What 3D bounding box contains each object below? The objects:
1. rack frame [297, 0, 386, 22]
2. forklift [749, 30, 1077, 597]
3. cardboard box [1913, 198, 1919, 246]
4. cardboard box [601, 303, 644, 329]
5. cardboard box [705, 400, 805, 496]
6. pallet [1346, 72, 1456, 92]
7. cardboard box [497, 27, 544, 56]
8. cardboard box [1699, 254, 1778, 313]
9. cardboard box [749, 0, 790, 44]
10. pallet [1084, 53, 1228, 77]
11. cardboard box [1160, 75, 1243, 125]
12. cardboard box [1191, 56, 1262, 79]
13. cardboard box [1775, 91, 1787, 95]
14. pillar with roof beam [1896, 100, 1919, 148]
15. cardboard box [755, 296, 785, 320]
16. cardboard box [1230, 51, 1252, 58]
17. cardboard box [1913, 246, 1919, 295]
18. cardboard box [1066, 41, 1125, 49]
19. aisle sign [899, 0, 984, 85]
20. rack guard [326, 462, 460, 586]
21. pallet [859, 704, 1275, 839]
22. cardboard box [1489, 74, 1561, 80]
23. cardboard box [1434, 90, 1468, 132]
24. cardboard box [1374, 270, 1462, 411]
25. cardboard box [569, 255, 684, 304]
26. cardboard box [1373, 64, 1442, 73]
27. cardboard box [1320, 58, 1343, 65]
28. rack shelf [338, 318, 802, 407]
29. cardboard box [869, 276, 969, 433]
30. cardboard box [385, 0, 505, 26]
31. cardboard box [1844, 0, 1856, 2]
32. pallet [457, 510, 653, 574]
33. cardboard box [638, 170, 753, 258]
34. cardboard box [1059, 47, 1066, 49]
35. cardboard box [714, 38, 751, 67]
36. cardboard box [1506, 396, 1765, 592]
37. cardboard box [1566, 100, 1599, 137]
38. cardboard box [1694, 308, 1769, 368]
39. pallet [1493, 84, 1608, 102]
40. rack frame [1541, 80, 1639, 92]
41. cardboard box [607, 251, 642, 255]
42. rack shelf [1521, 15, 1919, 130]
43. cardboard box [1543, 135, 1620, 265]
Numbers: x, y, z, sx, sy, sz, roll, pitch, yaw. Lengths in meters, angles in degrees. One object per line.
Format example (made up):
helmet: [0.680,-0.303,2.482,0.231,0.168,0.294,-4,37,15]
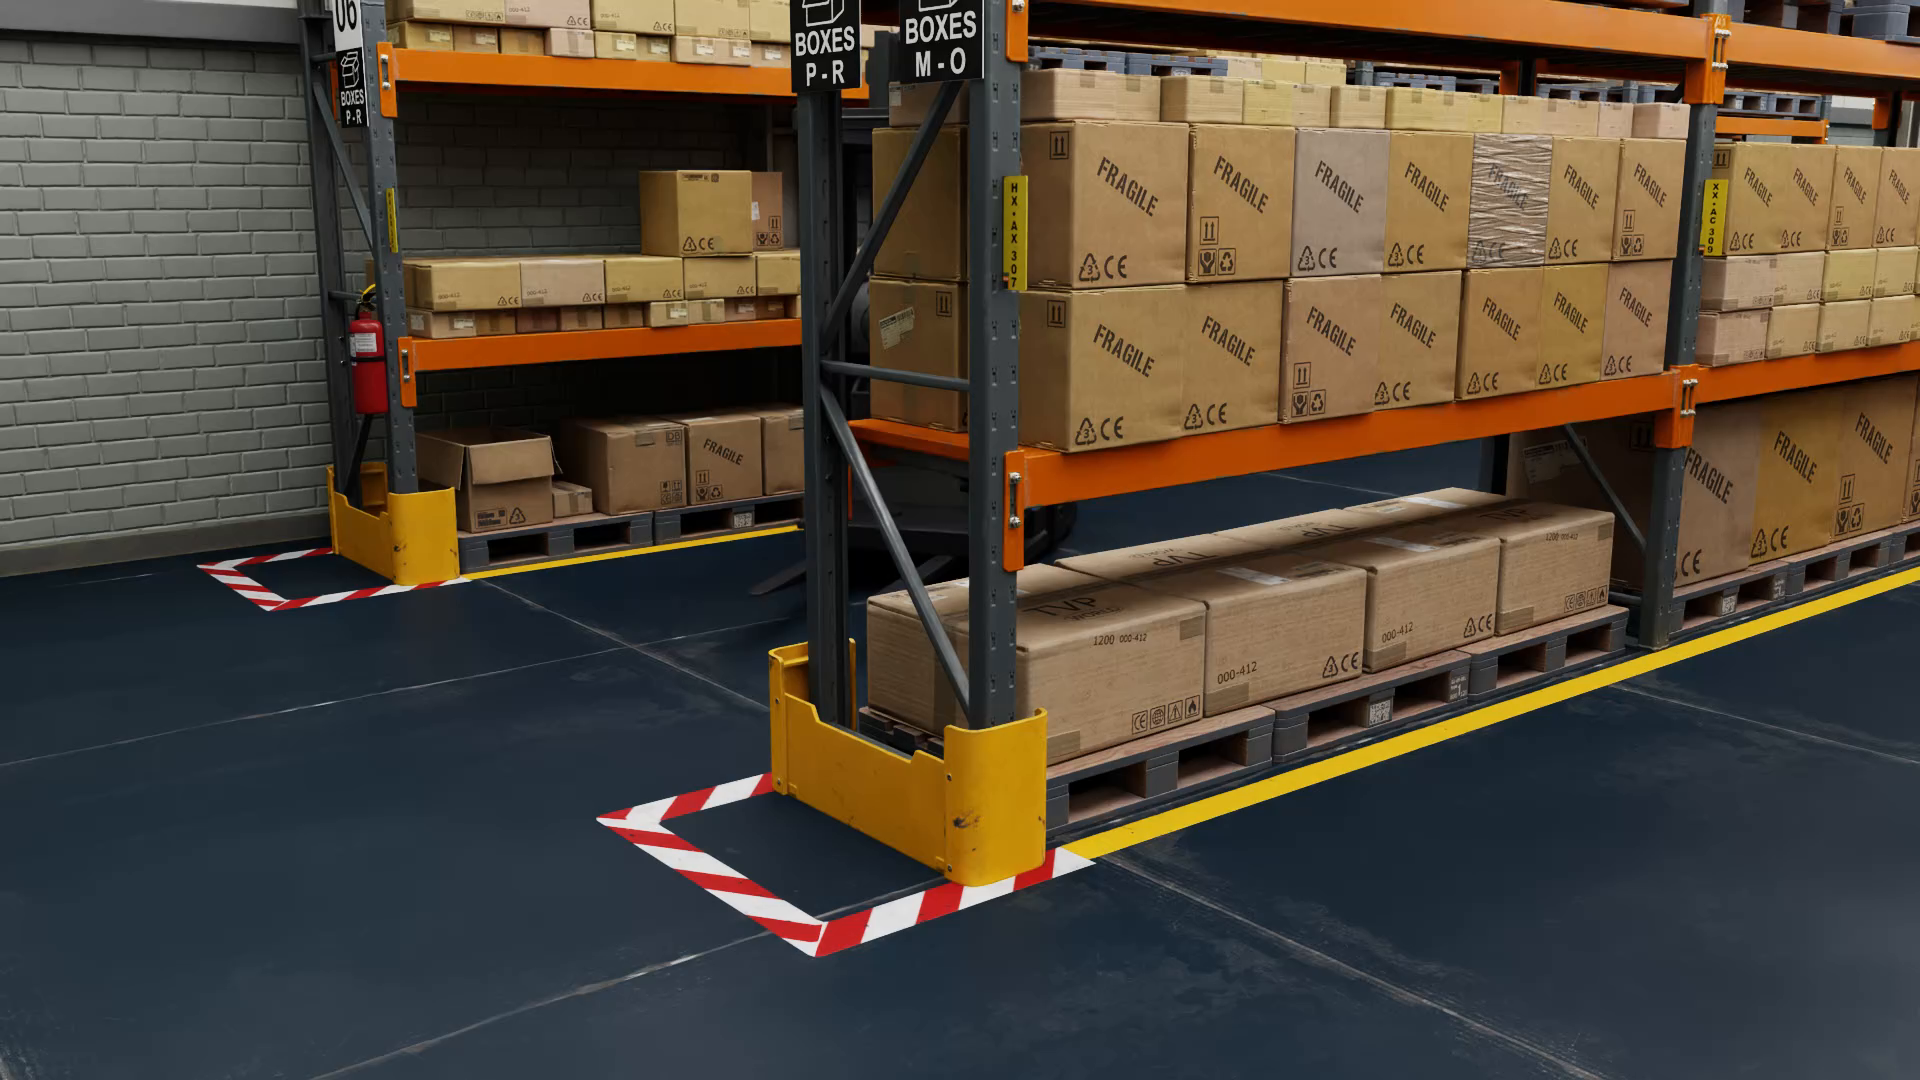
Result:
rack frame: [-3.286,-4.255,8.502,0.127,3.000,1.000,-9,15,-38]
forklift: [-0.212,-1.240,8.912,1.130,2.935,3.031,4,13,18]
cardboard box: [5.037,-1.851,8.977,0.500,0.500,0.500,-9,15,-38]
cardboard box: [-2.065,-1.334,9.795,0.250,0.149,0.380,-9,15,-37]
cardboard box: [-1.247,-0.606,10.770,0.500,0.500,0.700,-10,16,-40]
pallet: [3.435,-3.836,14.205,1.003,0.211,1.213,-9,15,-35]
cardboard box: [-2.492,-2.737,9.181,0.250,0.149,0.380,-9,15,-37]
cardboard box: [3.461,-1.217,7.798,0.500,0.250,0.500,-10,16,-39]
cardboard box: [-1.189,-3.142,10.127,0.500,0.250,0.500,-9,15,-36]
pallet: [1.198,-3.423,12.259,1.003,0.211,1.213,-9,15,-38]
cardboard box: [0.703,-1.433,5.446,0.250,0.149,0.380,-9,15,-36]
cardboard box: [1.929,-3.516,12.605,0.500,0.250,0.500,-9,15,-38]
cardboard box: [8.552,-4.863,17.658,0.258,0.266,0.396,-9,15,-38]
pillar with roof beam: [15.476,-6.467,18.921,0.400,9.000,9.100,-9,15,-38]
cardboard box: [-1.306,-1.477,10.466,0.250,0.149,0.380,-9,15,-37]
cardboard box: [2.006,-3.738,12.692,0.250,0.149,0.380,-9,15,-37]
cardboard box: [5.060,-1.484,9.054,0.500,0.250,0.500,-10,16,-39]
cardboard box: [0.931,-3.508,11.560,0.250,0.149,0.380,-9,15,-37]
aisle sign: [-0.057,-1.731,4.801,0.004,0.787,0.394,-9,15,-38]
rack guard: [-3.227,-0.107,9.431,0.348,0.500,1.175,-9,15,-38]
pallet: [0.393,0.732,6.174,1.213,0.211,1.003,-9,15,-38]
cardboard box: [5.072,-4.322,15.005,0.500,0.311,0.500,-10,16,-40]
cardboard box: [1.679,-1.609,6.273,0.250,0.149,0.380,-9,15,-38]
cardboard box: [1.539,-0.781,6.346,0.500,0.500,0.500,-9,15,-36]
cardboard box: [-1.976,-1.539,9.802,0.500,0.250,0.500,-10,15,-39]
cardboard box: [3.679,-4.183,13.895,0.500,0.500,0.500,-9,15,-37]
cardboard box: [2.834,-3.862,13.276,0.250,0.149,0.380,-9,15,-37]
rack shelf: [-1.724,-1.228,10.422,4.000,0.370,1.077,-9,15,-38]
cardboard box: [0.029,-0.670,5.823,0.500,0.500,0.500,-9,15,-37]
cardboard box: [-2.769,-2.873,8.861,0.500,0.250,0.500,-10,15,-38]
cardboard box: [4.587,-2.822,8.288,0.258,0.266,0.396,-8,14,-33]
pallet: [-2.605,-0.070,9.949,1.213,0.211,1.003,-9,15,-38]
cardboard box: [-1.592,-1.969,10.021,0.500,0.500,0.500,-9,15,-36]
cardboard box: [0.577,-3.605,12.014,0.250,0.149,0.380,-10,16,-39]
cardboard box: [-1.442,-2.885,9.876,0.250,0.149,0.380,-9,15,-37]
cardboard box: [3.375,-0.294,8.398,0.875,0.875,0.875,-9,15,-36]
cardboard box: [2.425,-1.751,6.945,0.250,0.149,0.380,-9,15,-38]
cardboard box: [3.450,-0.976,7.863,0.500,0.250,0.500,-10,15,-39]
pallet: [5.404,-4.135,15.618,1.217,0.209,0.805,-10,16,-40]
rack frame: [6.084,-5.812,15.835,0.127,3.000,1.000,-9,15,-38]
cardboard box: [-1.891,-1.693,10.526,0.500,0.250,0.500,-9,15,-38]
rack shelf: [4.503,-2.410,8.766,4.000,0.370,1.077,-9,15,-38]
cardboard box: [2.344,-1.402,6.863,0.500,0.500,0.500,-10,15,-38]
